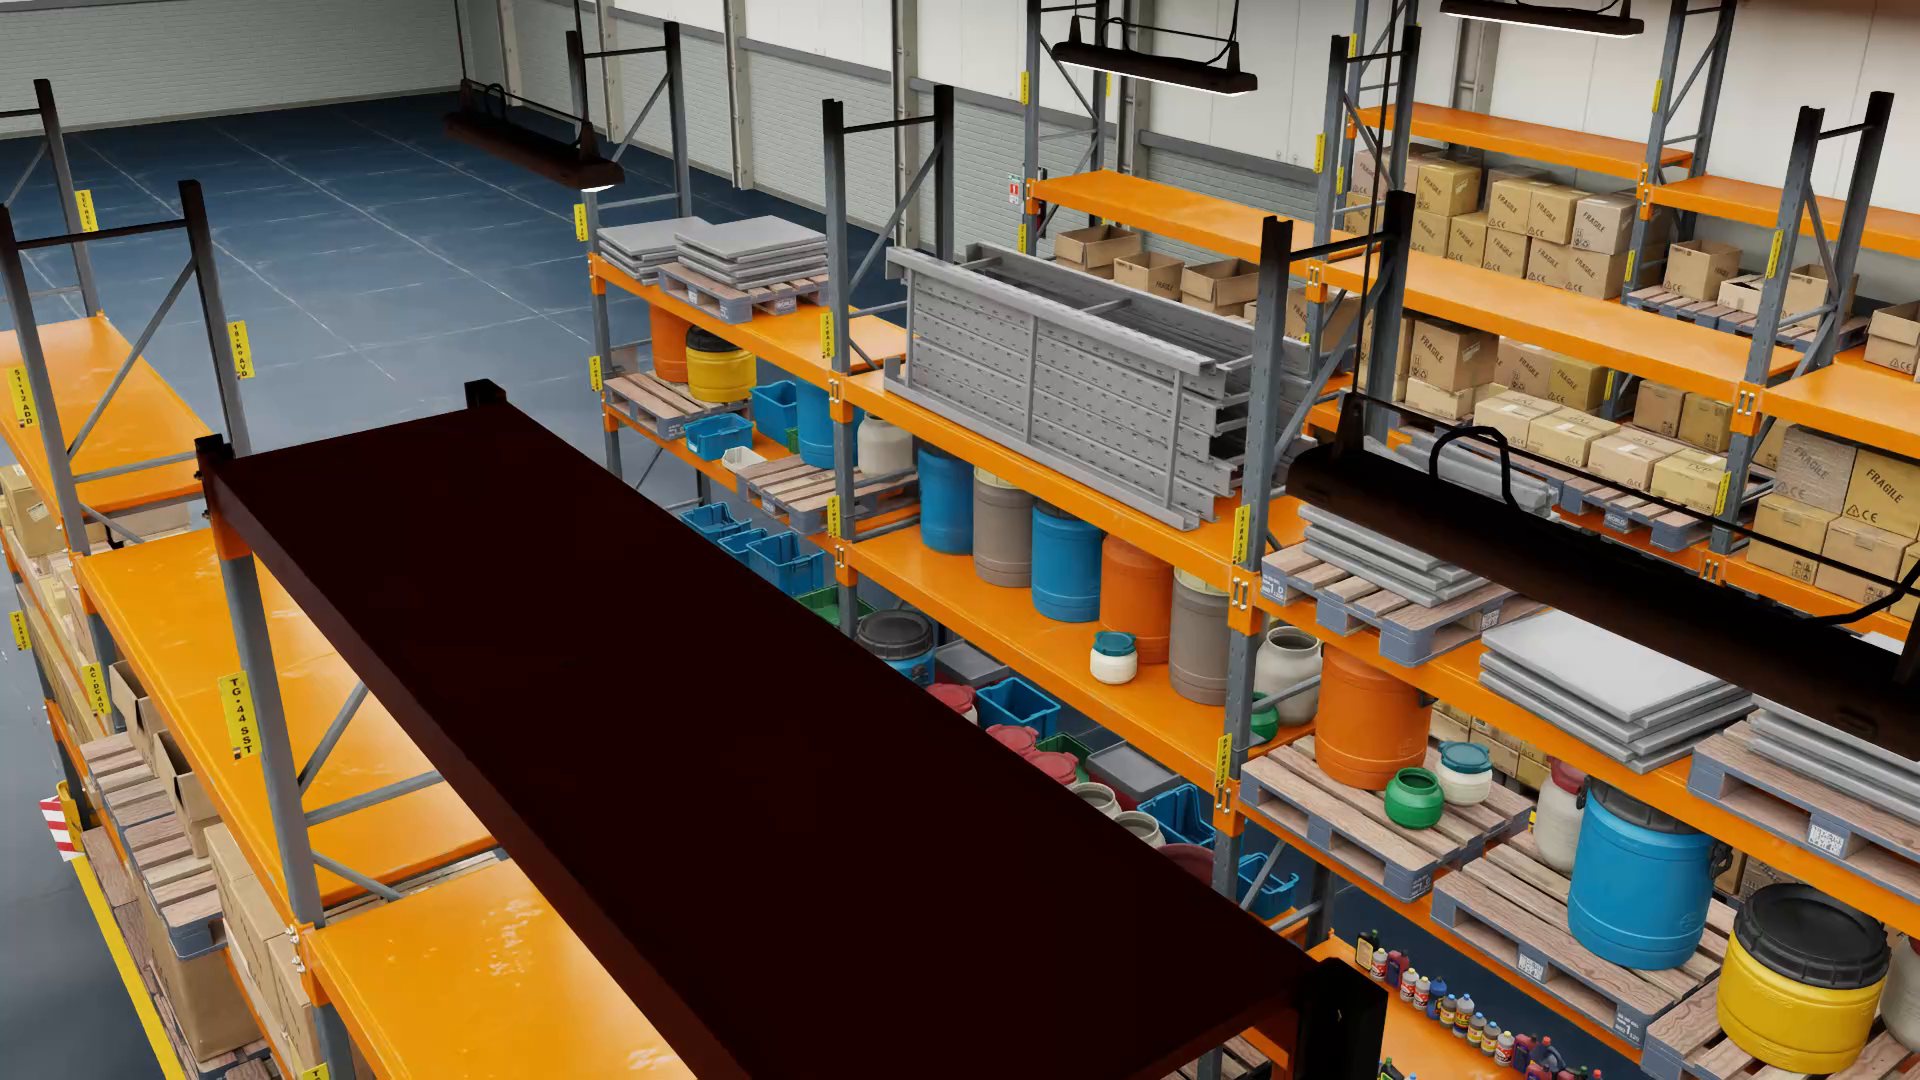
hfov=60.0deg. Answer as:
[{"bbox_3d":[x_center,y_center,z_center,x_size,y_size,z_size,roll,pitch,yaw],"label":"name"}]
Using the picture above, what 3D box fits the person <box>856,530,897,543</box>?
[{"bbox_3d":[-0.988,-0.534,18.176,1.047,1.595,0.477,10,26,20],"label":"person"}]
